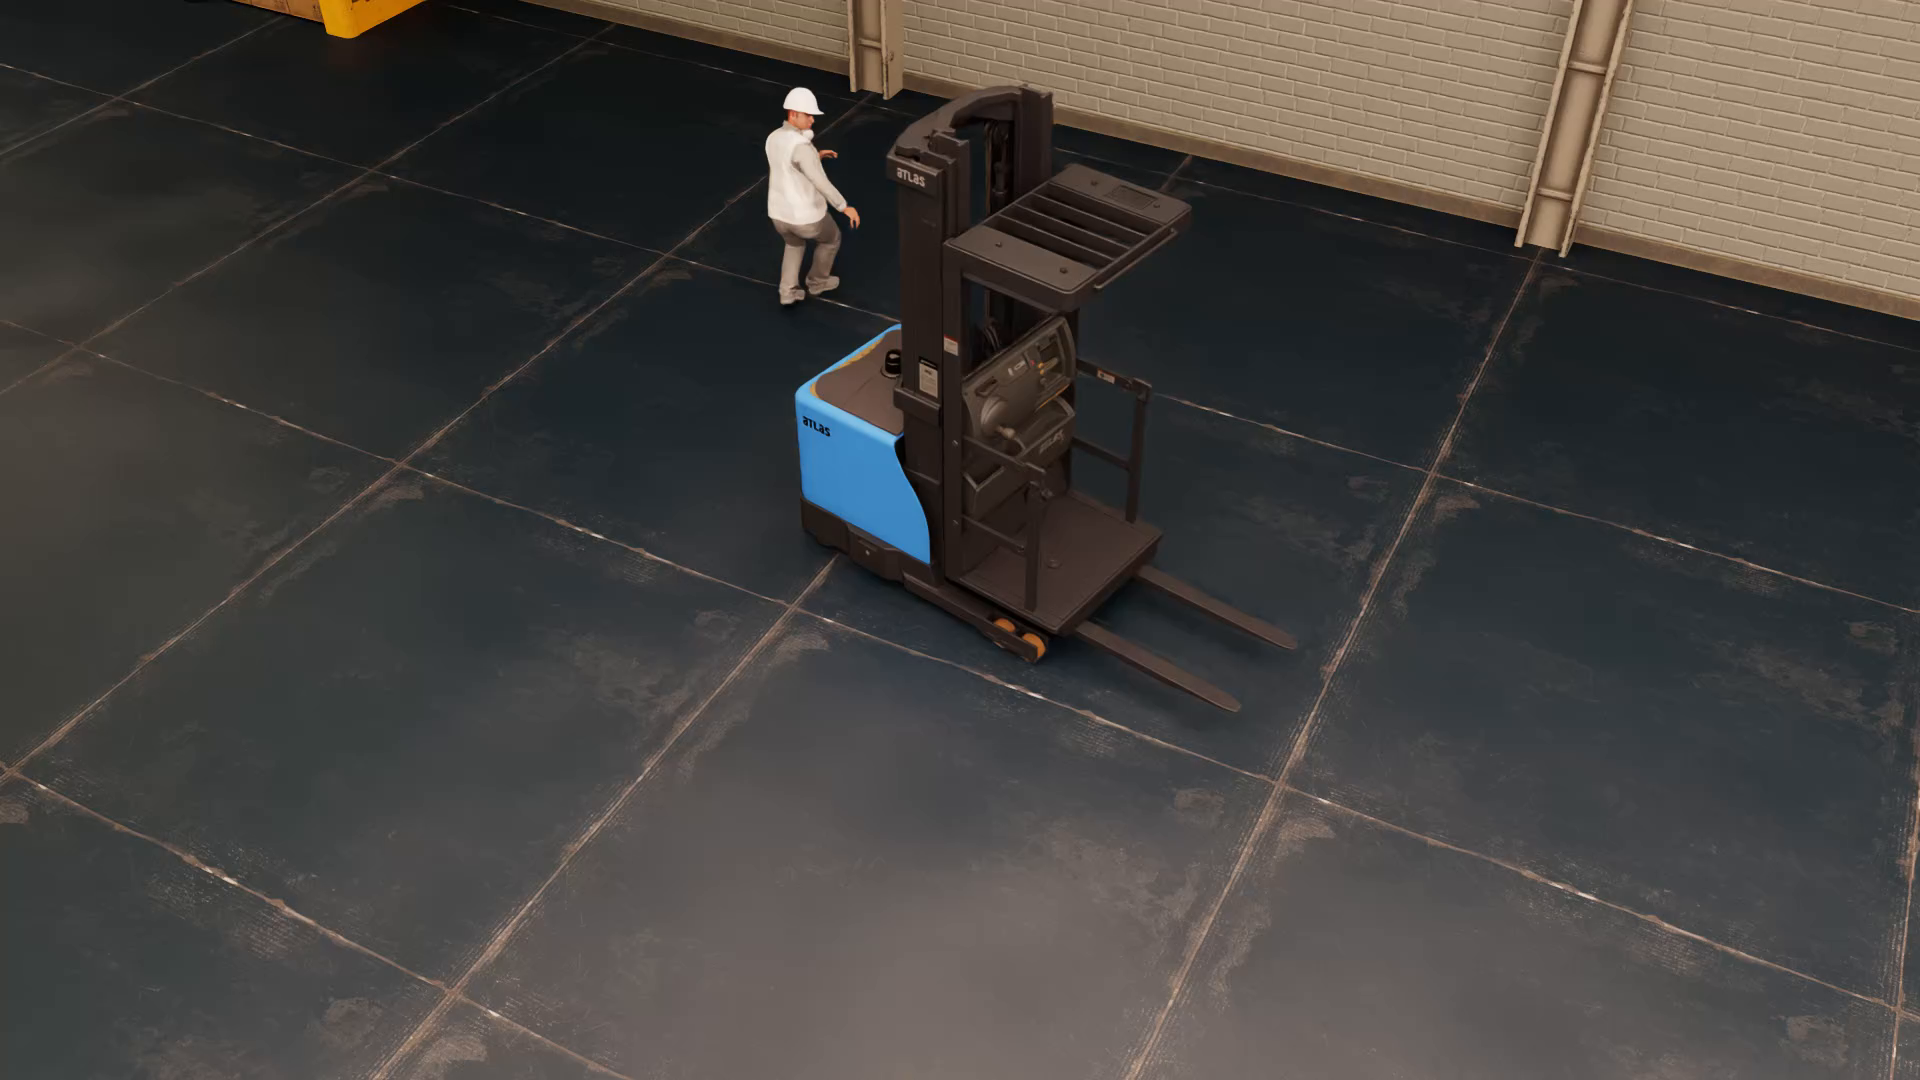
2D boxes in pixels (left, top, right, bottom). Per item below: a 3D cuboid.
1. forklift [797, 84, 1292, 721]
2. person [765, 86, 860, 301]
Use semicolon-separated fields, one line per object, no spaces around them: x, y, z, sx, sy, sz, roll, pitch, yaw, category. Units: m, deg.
0.475;-0.802;8.939;3.031;2.935;1.130;29;48;30;forklift
-1.022;-2.447;11.904;0.845;1.632;0.805;27;47;28;person
